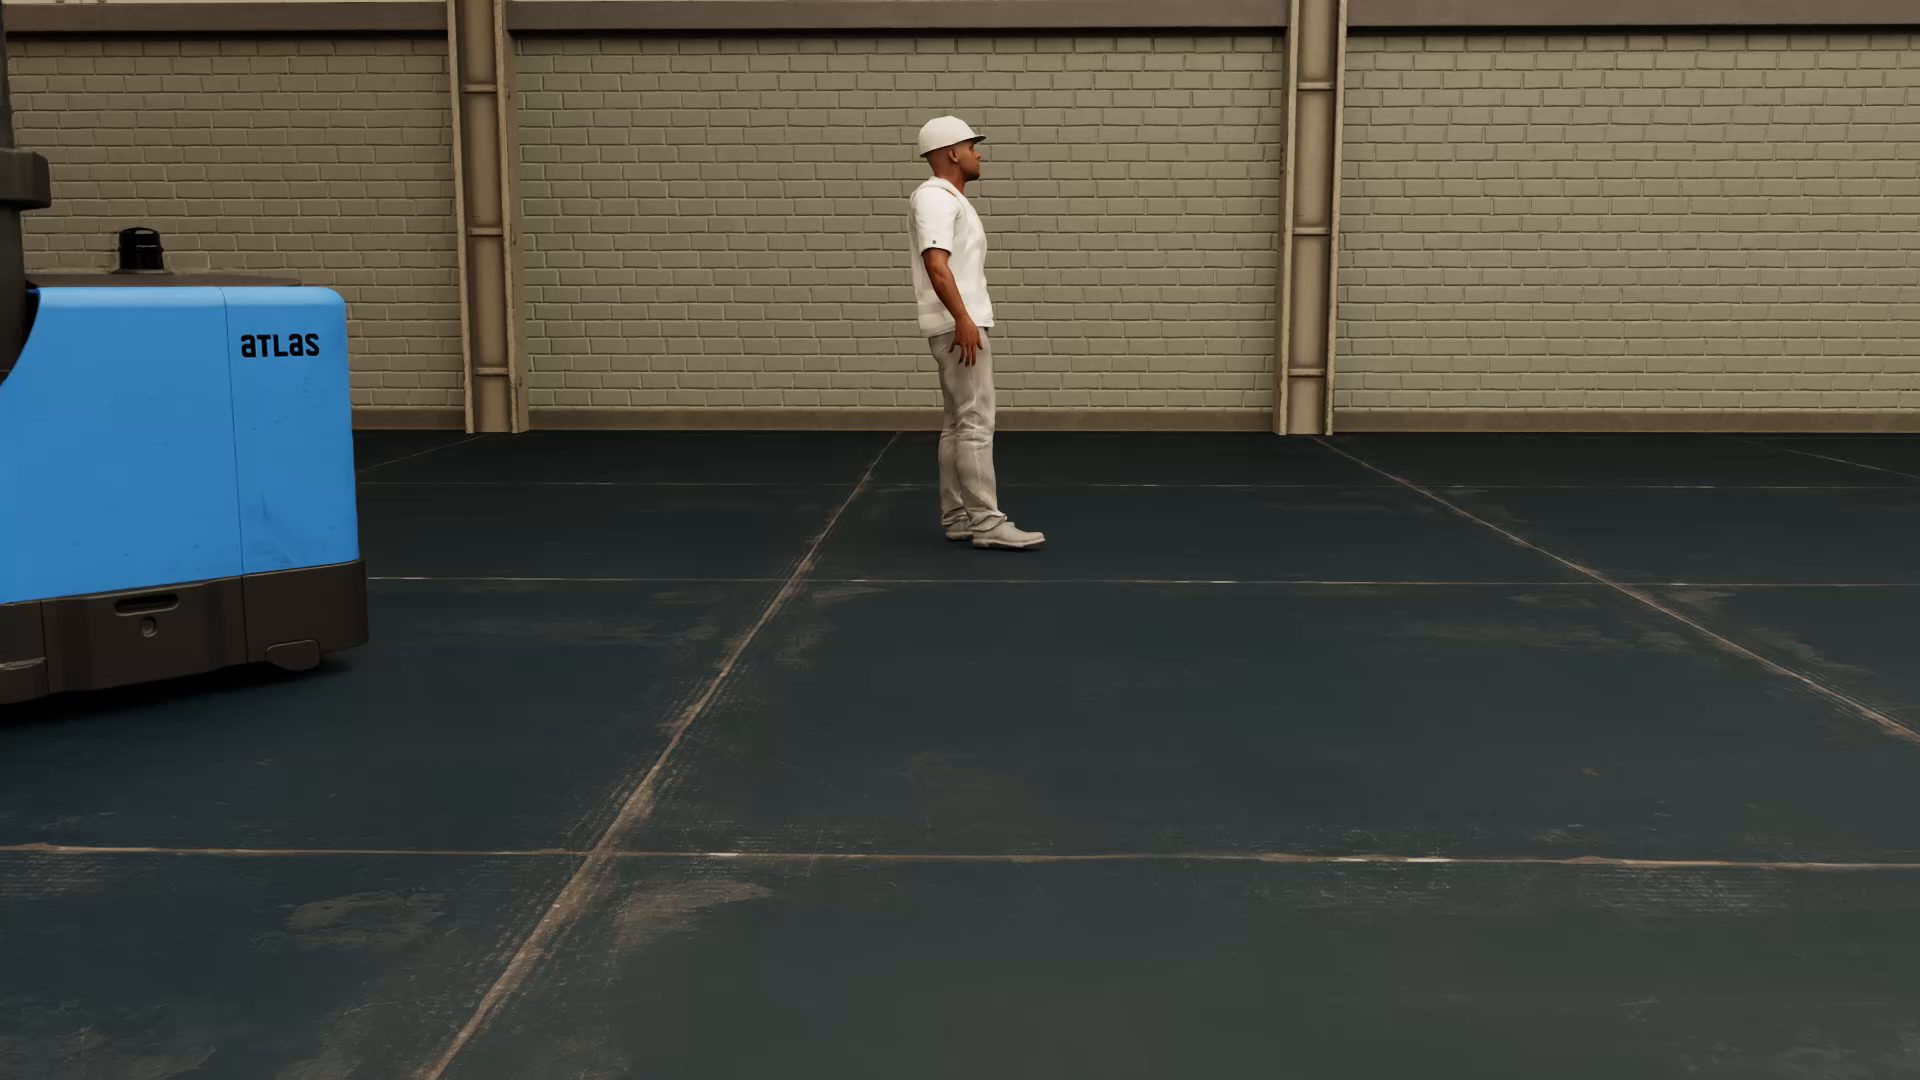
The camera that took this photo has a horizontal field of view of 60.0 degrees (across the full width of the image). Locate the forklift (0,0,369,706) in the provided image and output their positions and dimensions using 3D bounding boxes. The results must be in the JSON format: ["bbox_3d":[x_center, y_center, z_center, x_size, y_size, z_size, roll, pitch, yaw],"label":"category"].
[{"bbox_3d":[-3.092,-0.981,3.841,3.031,2.935,1.130,-8,12,-44],"label":"forklift"}]

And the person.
[{"bbox_3d":[0.070,-0.879,6.986,0.575,1.768,0.666,0,9,1],"label":"person"}]
